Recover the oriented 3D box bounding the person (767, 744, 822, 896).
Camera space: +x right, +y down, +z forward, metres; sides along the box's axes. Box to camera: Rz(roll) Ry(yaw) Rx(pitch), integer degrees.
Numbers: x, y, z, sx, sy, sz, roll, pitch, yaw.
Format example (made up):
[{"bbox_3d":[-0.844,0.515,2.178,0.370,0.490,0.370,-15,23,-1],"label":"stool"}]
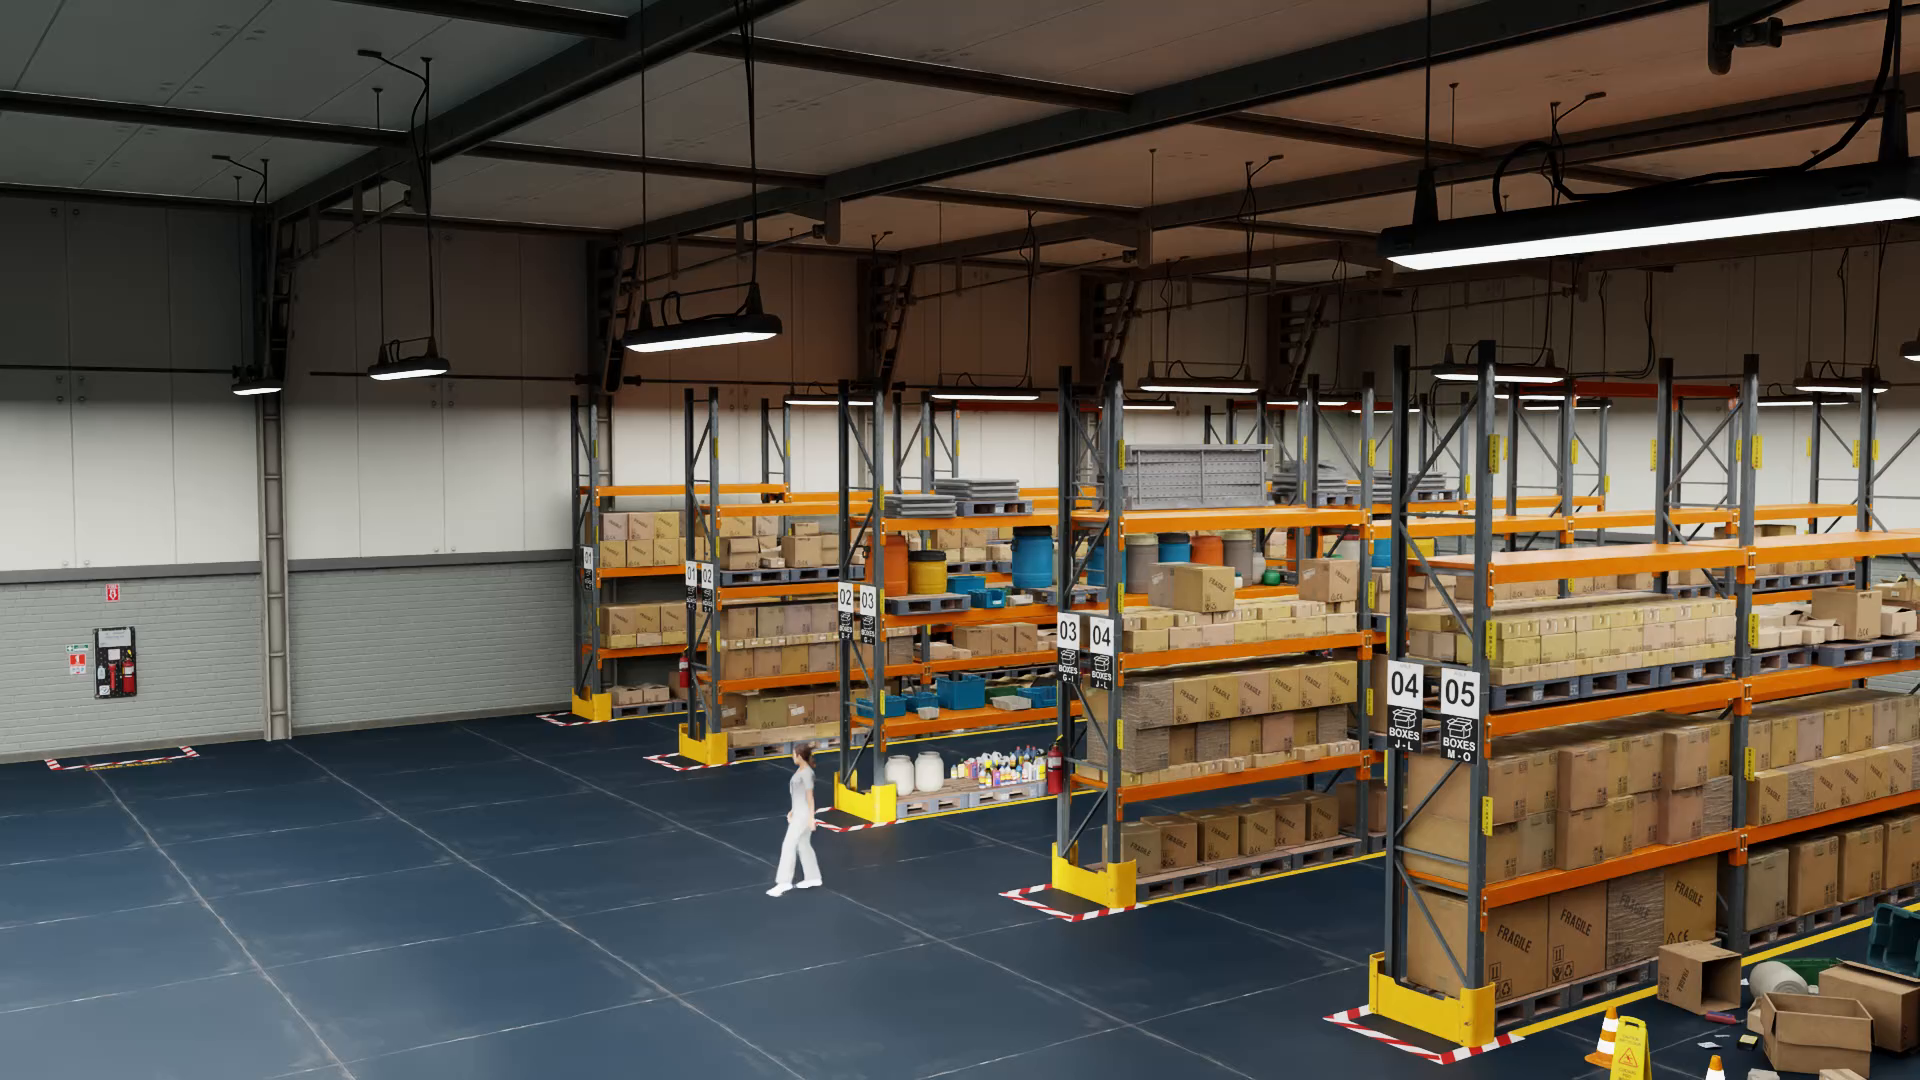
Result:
[{"bbox_3d":[-1.907,3.179,19.100,0.650,1.673,0.557,0,3,-8],"label":"person"}]
